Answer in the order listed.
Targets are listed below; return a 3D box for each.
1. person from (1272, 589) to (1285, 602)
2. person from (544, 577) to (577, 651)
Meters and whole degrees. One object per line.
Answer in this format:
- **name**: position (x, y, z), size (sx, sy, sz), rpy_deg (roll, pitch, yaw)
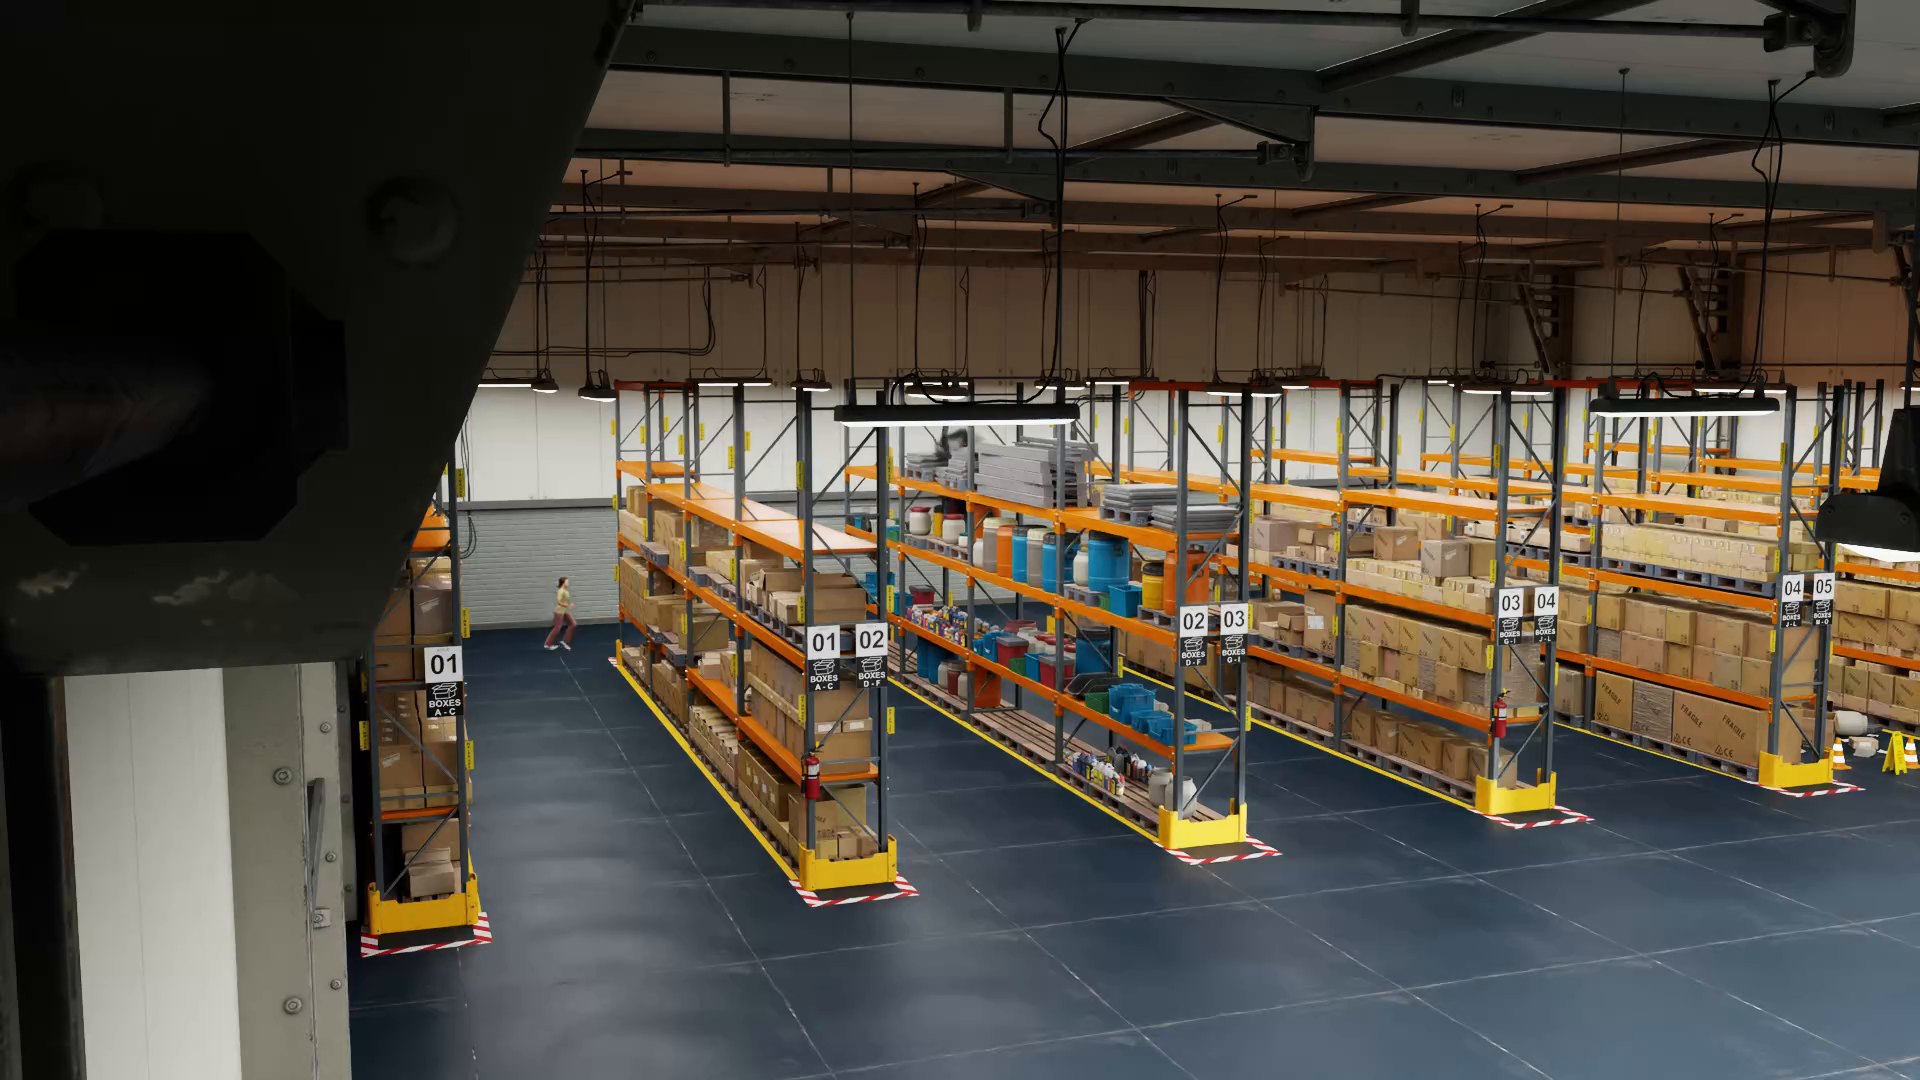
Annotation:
- **person**: position (6.348, 1.903, 33.657), size (0.718, 1.863, 0.852), rpy_deg (-2, 6, -20)
- **person**: position (-8.818, 1.640, 36.744), size (0.782, 1.676, 0.522), rpy_deg (0, 6, 4)
